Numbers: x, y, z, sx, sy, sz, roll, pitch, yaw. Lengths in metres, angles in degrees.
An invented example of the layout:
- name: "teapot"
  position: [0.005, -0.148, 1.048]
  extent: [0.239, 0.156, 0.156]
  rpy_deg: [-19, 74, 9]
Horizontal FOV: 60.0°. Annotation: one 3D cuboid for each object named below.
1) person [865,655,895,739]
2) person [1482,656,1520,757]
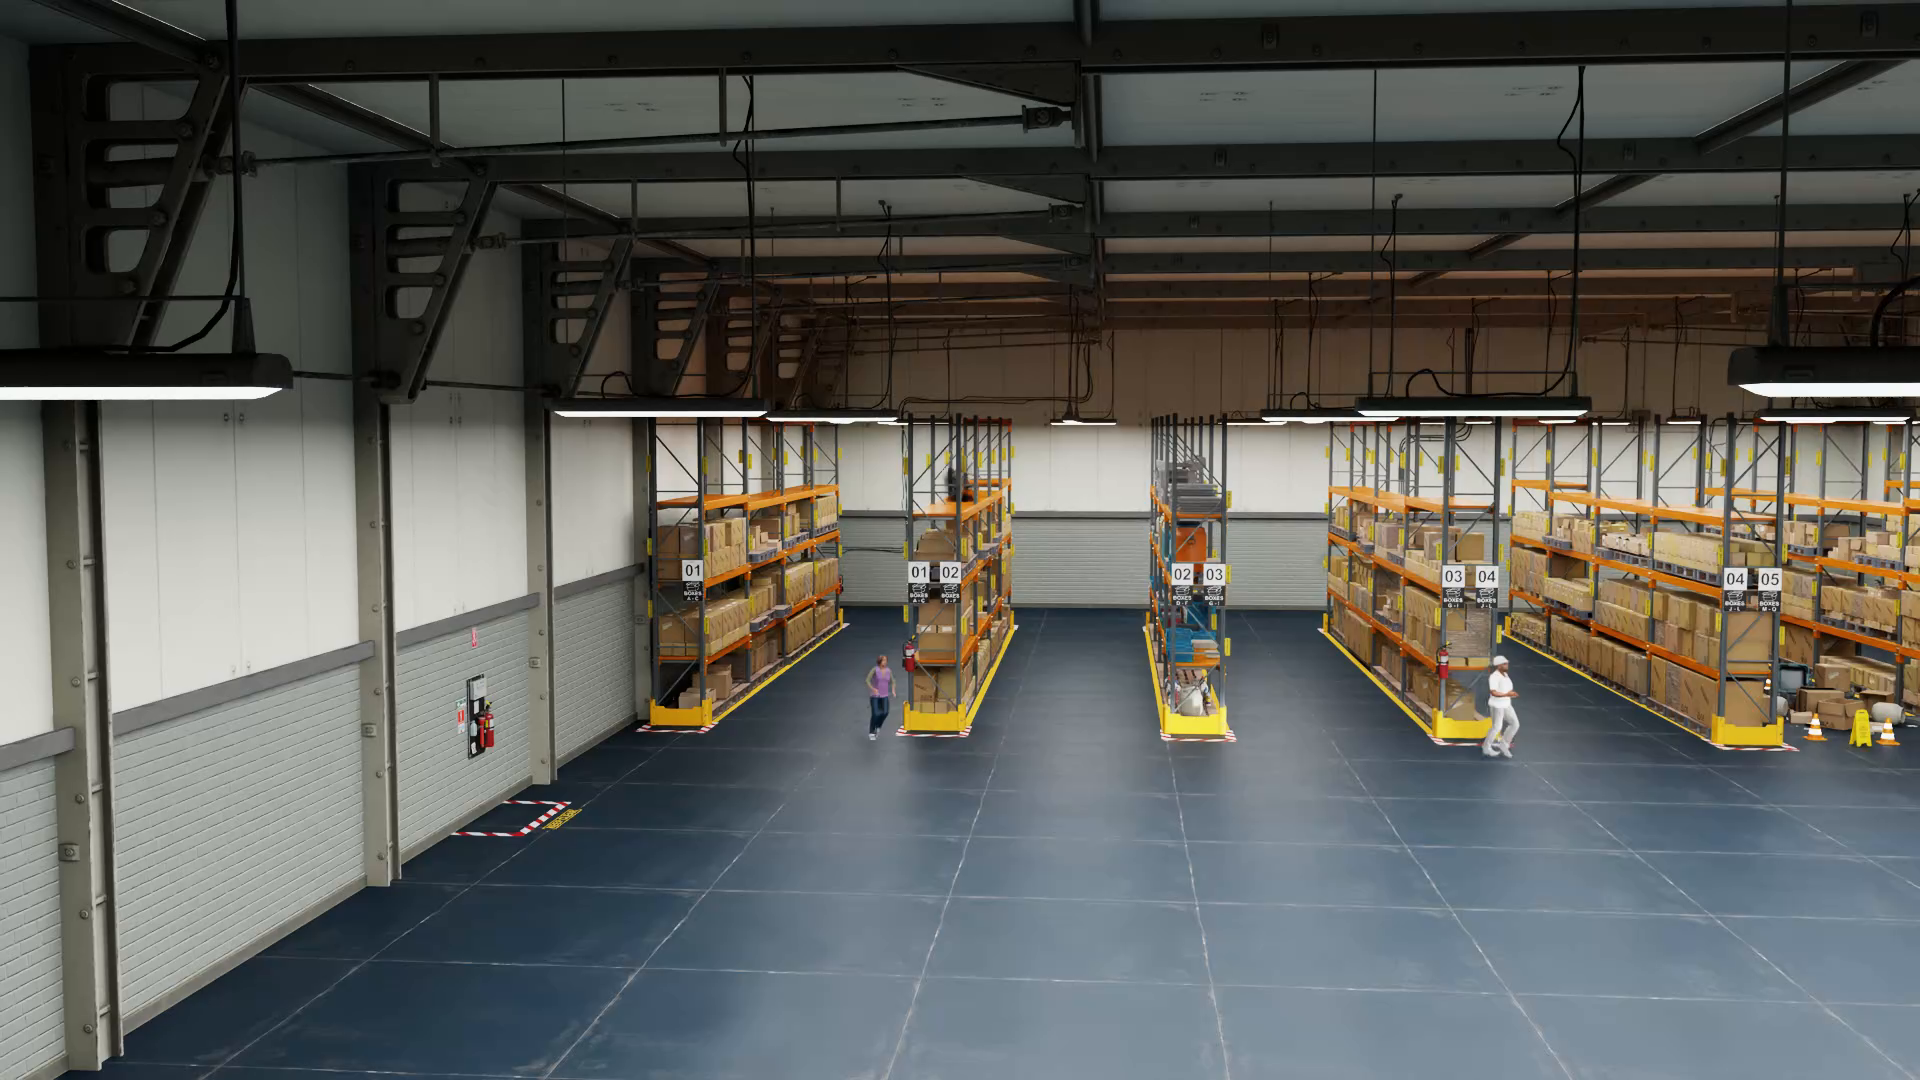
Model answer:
- name: "person"
  position: [-1.444, 2.891, 30.582]
  extent: [0.618, 1.557, 0.498]
  rpy_deg: [-1, 4, -21]
- name: "person"
  position: [9.427, 2.913, 28.888]
  extent: [0.686, 1.801, 0.694]
  rpy_deg: [4, 5, 45]
